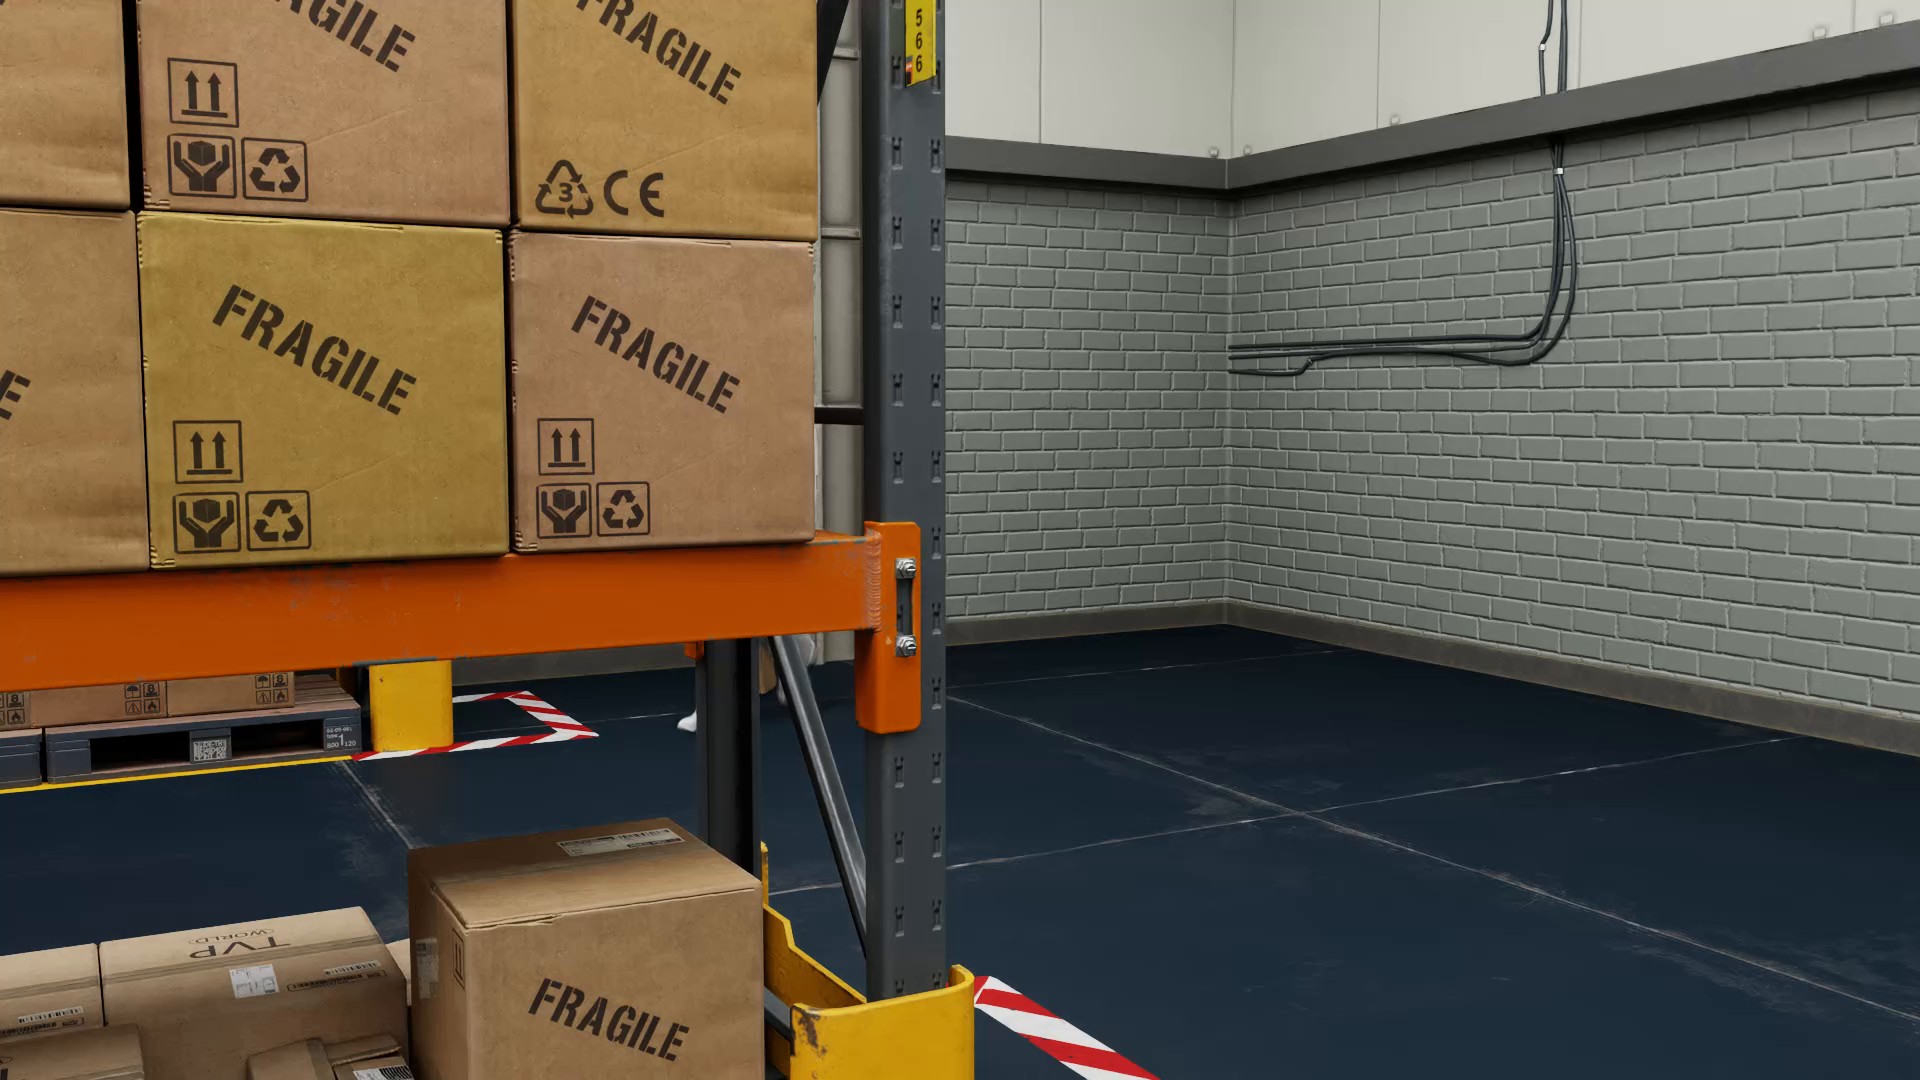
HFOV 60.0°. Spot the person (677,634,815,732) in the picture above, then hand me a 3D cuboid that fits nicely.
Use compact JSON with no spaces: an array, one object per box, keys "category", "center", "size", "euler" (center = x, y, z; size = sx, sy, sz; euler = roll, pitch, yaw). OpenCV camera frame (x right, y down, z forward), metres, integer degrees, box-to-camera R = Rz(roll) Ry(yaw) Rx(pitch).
[{"category":"person","center":[-1.001,-0.014,7.716],"size":[0.599,1.754,0.841],"euler":[3,6,28]}]
